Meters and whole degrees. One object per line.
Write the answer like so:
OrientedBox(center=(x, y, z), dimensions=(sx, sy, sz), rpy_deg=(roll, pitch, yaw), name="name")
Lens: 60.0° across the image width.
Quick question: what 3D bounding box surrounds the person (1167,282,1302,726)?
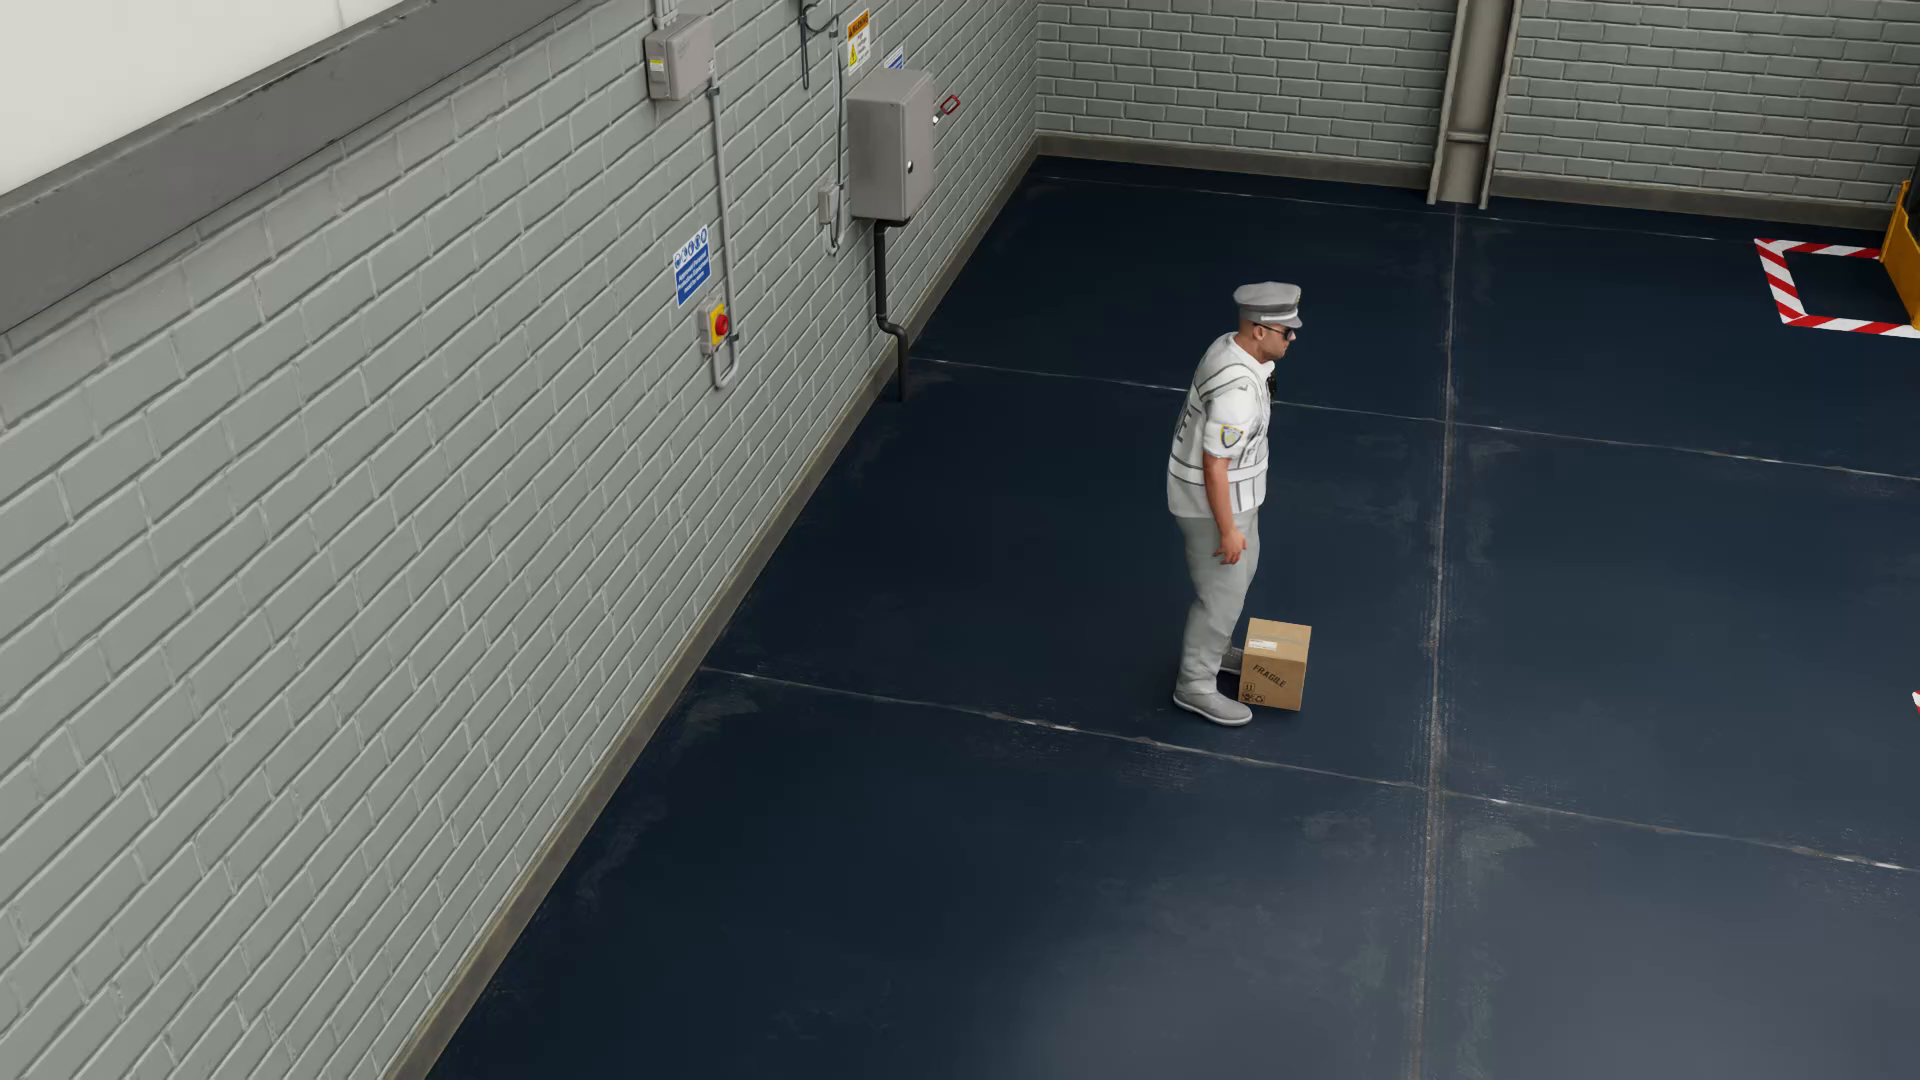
OrientedBox(center=(1.028, -0.162, 6.385), dimensions=(0.467, 1.748, 0.594), rpy_deg=(7, 33, 11), name="person")
